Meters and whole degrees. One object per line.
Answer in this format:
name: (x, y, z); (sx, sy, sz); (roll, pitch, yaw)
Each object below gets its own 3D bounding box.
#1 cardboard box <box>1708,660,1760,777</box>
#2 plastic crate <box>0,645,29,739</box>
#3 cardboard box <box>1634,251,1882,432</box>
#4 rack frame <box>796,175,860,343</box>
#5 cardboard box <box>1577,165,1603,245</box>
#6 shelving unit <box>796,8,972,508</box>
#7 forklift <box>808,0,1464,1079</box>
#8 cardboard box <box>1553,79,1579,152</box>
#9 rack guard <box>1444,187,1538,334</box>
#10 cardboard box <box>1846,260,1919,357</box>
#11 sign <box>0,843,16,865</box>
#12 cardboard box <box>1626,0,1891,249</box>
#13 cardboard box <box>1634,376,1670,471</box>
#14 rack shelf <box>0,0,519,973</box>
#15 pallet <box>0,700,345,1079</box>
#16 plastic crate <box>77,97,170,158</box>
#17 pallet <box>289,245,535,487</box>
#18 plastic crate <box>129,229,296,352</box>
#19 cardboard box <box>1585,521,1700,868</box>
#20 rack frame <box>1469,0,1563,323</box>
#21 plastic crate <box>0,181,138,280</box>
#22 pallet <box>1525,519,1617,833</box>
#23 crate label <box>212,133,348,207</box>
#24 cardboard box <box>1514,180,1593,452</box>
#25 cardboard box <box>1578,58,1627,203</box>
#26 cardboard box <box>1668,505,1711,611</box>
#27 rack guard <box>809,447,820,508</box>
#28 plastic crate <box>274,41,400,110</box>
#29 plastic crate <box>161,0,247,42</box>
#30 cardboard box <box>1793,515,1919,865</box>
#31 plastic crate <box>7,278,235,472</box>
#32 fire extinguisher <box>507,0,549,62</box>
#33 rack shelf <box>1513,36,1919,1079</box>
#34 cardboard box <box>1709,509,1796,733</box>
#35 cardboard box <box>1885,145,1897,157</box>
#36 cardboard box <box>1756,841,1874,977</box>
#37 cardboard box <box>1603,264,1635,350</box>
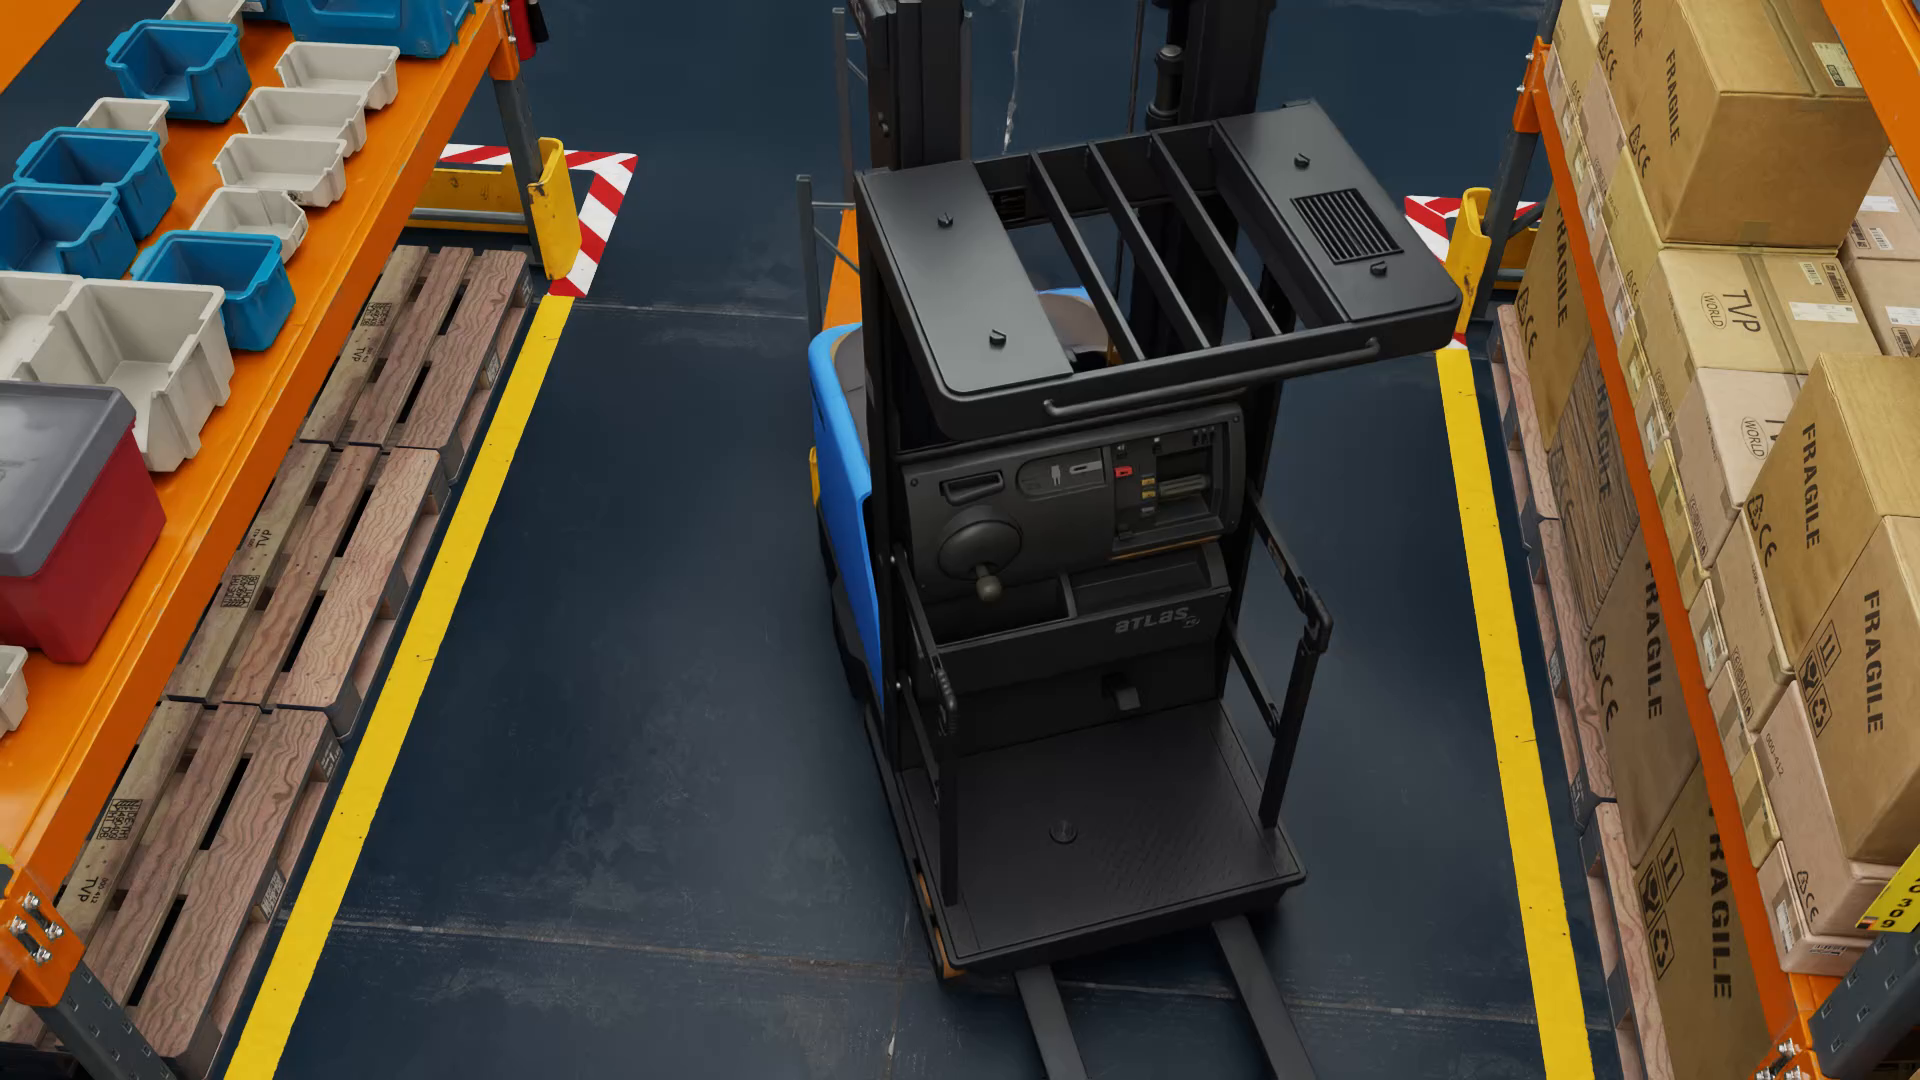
cardboard box: (2.035, 0.439, 3.986); (0.380, 0.149, 0.250); (3, 48, 3)
plastic crate: (-2.461, 0.381, 4.007); (0.396, 0.136, 0.243); (4, 48, 4)
cardboard box: (2.207, -0.541, 4.612); (0.500, 0.250, 0.500); (3, 48, 3)
rack frame: (-0.268, -0.631, 5.811); (0.500, 1.500, 0.032); (3, 48, 2)
cardboard box: (2.223, -1.069, 5.366); (0.380, 0.149, 0.250); (3, 48, 3)
shelving unit: (-0.236, -1.013, 6.160); (0.587, 1.500, 1.083); (3, 48, 2)
forklift: (0.373, 0.004, 4.260); (1.130, 2.935, 3.031); (-12, 49, -10)
cardboard box: (2.269, -1.449, 5.713); (0.380, 0.149, 0.250); (3, 48, 3)
rack guard: (2.654, -1.135, 6.950); (1.175, 0.500, 0.348); (4, 48, 4)
cardboard box: (2.735, -0.508, 4.581); (0.500, 0.250, 0.500); (4, 48, 4)
sign: (-2.098, 0.590, 3.490); (0.100, 0.325, 0.005); (4, 48, 4)
cardboard box: (2.252, -1.181, 4.689); (0.500, 0.500, 0.500); (3, 48, 2)
cardboard box: (2.130, -0.315, 4.675); (0.380, 0.149, 0.250); (5, 48, 4)
rack shelf: (-2.463, -0.582, 5.237); (1.077, 0.370, 4.000); (4, 48, 4)
pallet: (-2.617, 1.043, 5.153); (1.003, 0.211, 1.213); (4, 48, 4)
plastic crate: (-2.805, -1.338, 5.579); (0.250, 0.136, 0.298); (4, 48, 4)
pallet: (-2.394, -0.750, 6.793); (1.003, 0.211, 1.213); (4, 48, 4)
plastic crate: (-2.213, -0.732, 4.959); (0.416, 0.233, 0.300); (4, 48, 4)
cardboard box: (2.509, 0.412, 4.995); (0.875, 0.875, 0.875); (4, 48, 4)
rack frame: (2.652, -1.961, 6.011); (1.000, 3.000, 0.127); (4, 48, 4)
plastic crate: (-2.778, -0.911, 5.123); (0.416, 0.233, 0.300); (4, 48, 4)
pallet: (2.543, 0.467, 5.680); (1.003, 0.211, 1.213); (4, 48, 4)
crate label: (-2.217, -1.196, 5.449); (0.396, 0.136, 0.243); (4, 48, 4)
cardboard box: (2.673, -0.910, 6.205); (0.875, 0.875, 0.875); (4, 48, 4)
cardboard box: (2.298, -1.294, 5.301); (0.500, 0.250, 0.500); (3, 48, 3)
cardboard box: (2.082, 0.060, 4.332); (0.380, 0.149, 0.250); (5, 48, 4)
rack guard: (-0.267, -0.224, 6.285); (0.587, 0.250, 0.087); (3, 48, 2)
plastic crate: (-2.175, -1.614, 5.832); (0.396, 0.136, 0.243); (4, 48, 4)
plastic crate: (-2.743, -1.836, 6.035); (0.250, 0.136, 0.298); (4, 48, 4)
cardboard box: (2.063, 0.319, 3.317); (0.500, 0.500, 0.500); (5, 48, 5)
plastic crate: (-2.323, -0.445, 4.664); (0.437, 0.282, 0.530); (4, 48, 4)
fire extinguisher: (-1.814, -2.223, 6.555); (0.296, 0.674, 0.183); (4, 48, 4)
rack shelf: (2.469, -0.249, 4.932); (1.077, 0.370, 4.000); (4, 48, 4)
cardboard box: (2.111, 0.206, 3.929); (0.500, 0.250, 0.500); (5, 48, 5)
cardboard box: (2.825, -1.265, 5.274); (0.500, 0.250, 0.500); (3, 48, 3)
cardboard box: (1.989, 0.817, 3.641); (0.380, 0.149, 0.250); (4, 48, 4)
cardboard box: (2.176, -0.693, 5.021); (0.380, 0.149, 0.250); (3, 48, 3)
